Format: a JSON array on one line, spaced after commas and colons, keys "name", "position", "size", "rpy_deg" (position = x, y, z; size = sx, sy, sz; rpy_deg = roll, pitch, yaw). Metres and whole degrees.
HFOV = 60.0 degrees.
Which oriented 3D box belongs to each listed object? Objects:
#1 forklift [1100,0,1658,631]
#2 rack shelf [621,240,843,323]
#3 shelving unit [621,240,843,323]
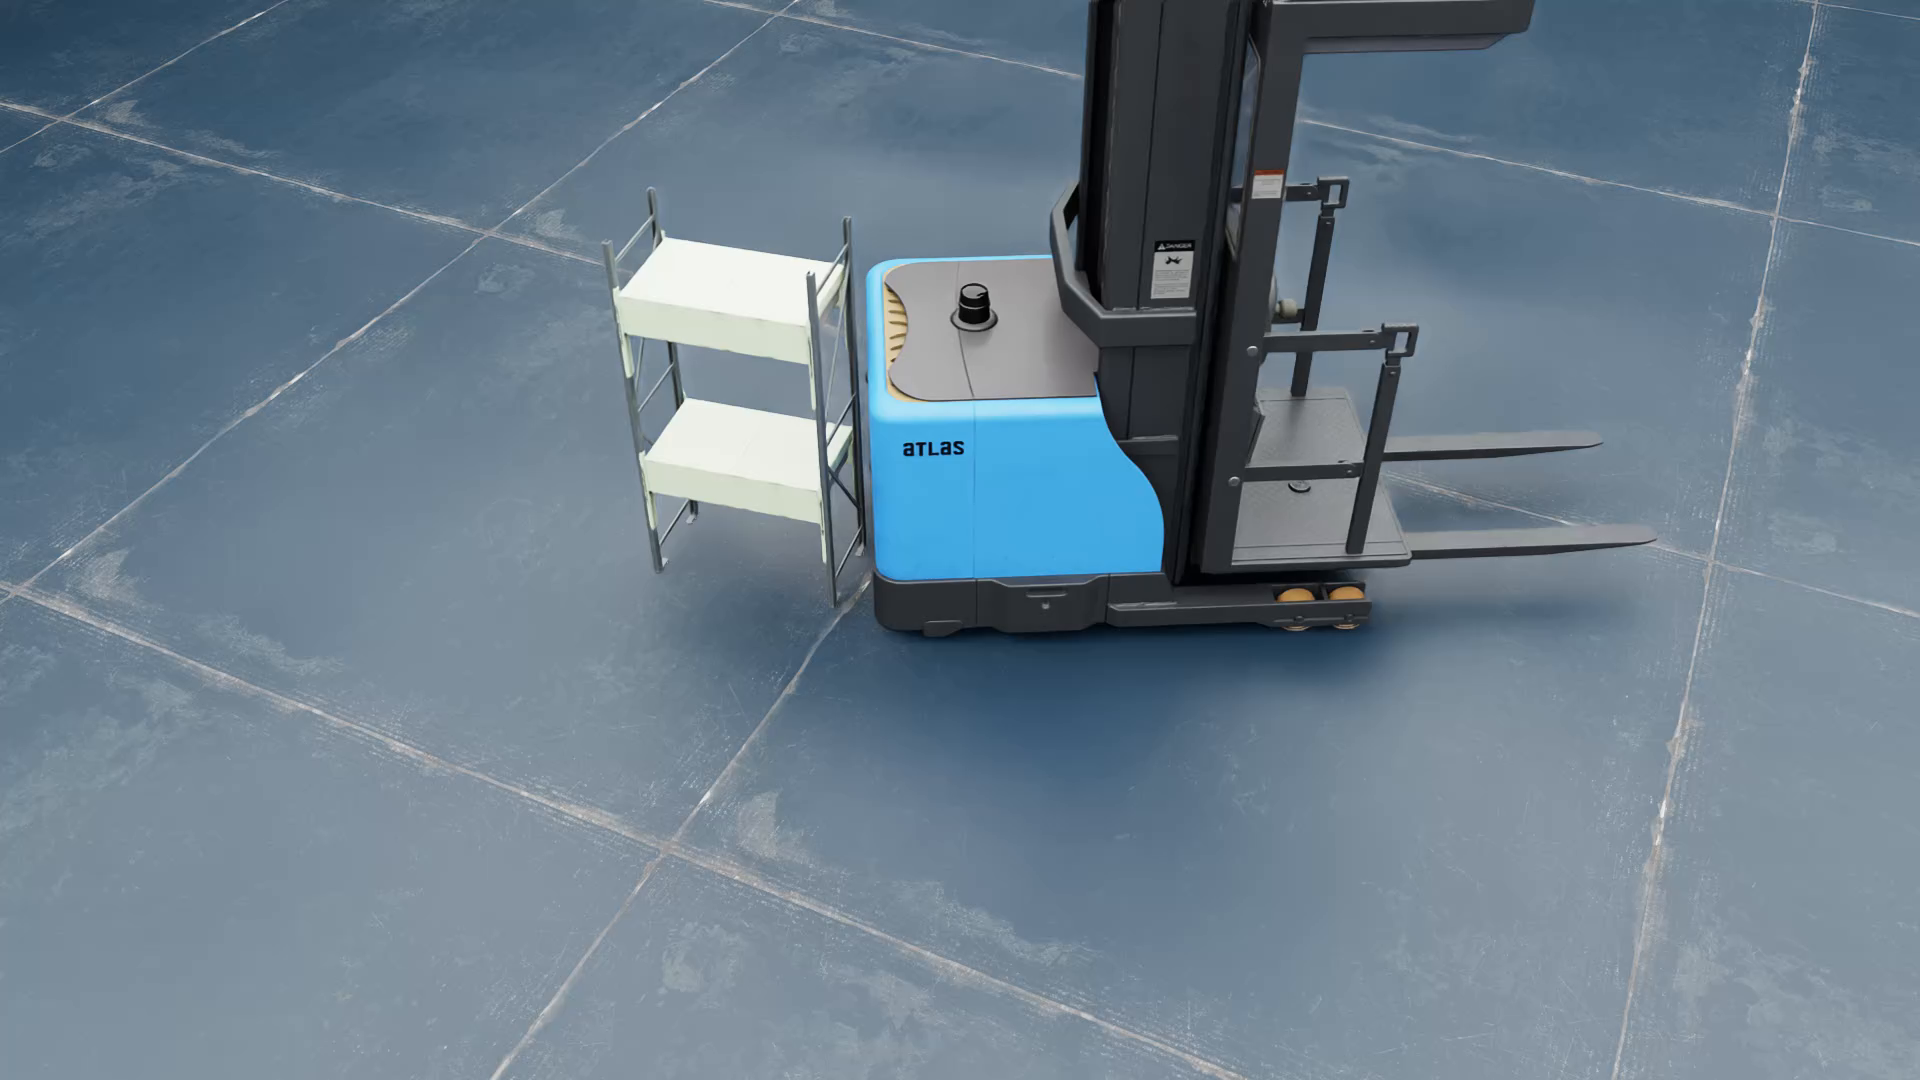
[{"name": "forklift", "position": [1.595, -1.046, 5.870], "size": [2.170, 2.733, 1.118], "rpy_deg": [-2, 41, -2]}, {"name": "rack shelf", "position": [-0.794, -0.889, 5.831], "size": [0.686, 0.052, 0.368], "rpy_deg": [11, 42, 12]}, {"name": "shelving unit", "position": [-0.794, -0.889, 5.831], "size": [0.686, 0.052, 0.368], "rpy_deg": [11, 42, 12]}]
